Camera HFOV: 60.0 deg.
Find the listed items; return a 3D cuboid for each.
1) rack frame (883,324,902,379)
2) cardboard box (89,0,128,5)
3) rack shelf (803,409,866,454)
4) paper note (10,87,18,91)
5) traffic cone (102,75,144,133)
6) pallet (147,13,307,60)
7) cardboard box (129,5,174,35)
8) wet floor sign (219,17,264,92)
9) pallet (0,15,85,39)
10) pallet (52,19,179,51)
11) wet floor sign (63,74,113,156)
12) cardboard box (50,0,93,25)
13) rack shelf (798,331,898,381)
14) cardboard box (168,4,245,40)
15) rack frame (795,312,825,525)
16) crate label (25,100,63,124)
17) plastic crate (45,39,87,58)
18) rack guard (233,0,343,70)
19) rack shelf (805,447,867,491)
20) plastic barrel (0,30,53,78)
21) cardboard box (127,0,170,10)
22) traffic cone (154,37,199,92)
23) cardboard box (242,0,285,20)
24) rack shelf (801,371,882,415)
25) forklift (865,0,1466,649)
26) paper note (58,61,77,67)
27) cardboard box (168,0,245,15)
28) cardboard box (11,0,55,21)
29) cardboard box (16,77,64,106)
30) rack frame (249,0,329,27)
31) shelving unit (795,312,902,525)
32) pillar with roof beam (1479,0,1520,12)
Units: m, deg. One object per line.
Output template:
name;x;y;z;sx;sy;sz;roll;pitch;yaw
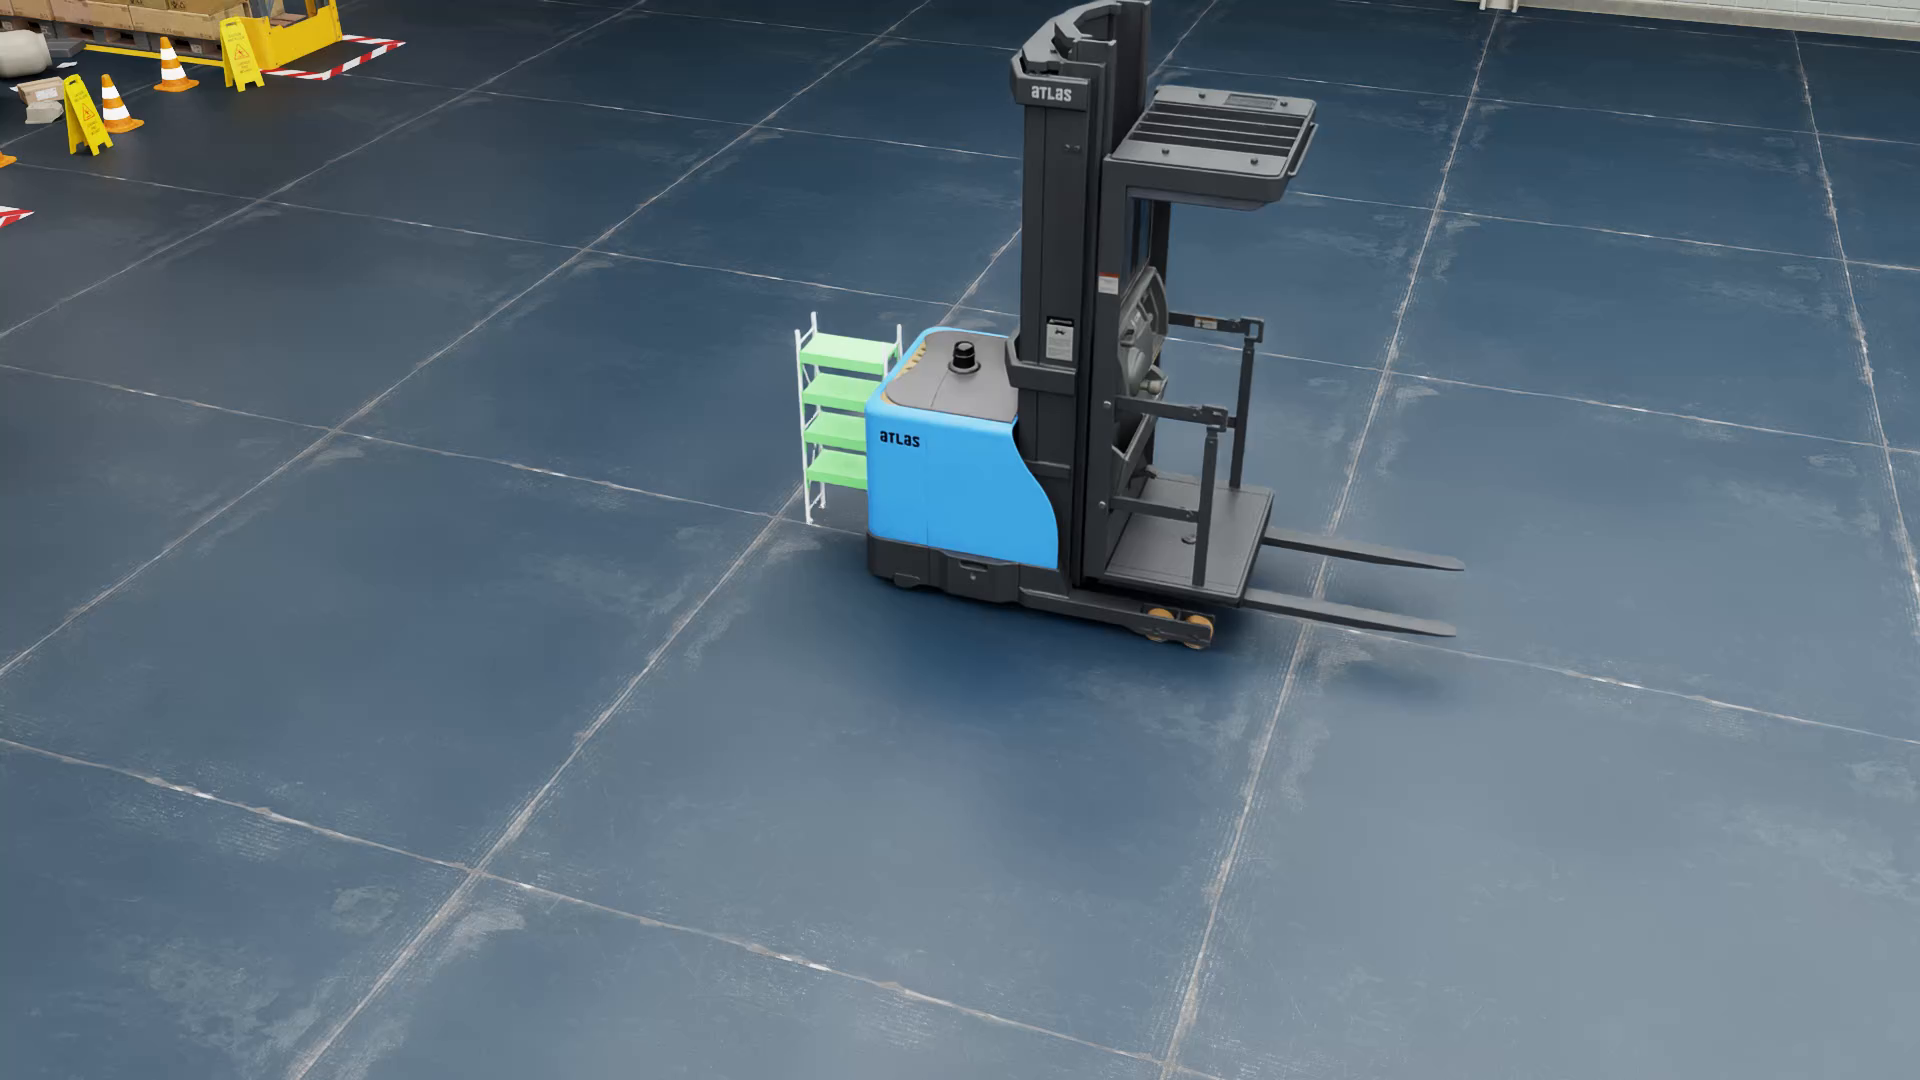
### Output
rack frame;-0.354;-0.570;8.995;0.015;1.200;0.240;10;34;15
cardboard box;-8.489;-5.739;16.799;0.500;0.500;0.500;10;34;15
rack shelf;-0.586;-0.558;9.094;0.480;0.148;0.258;10;34;15
paper note;-8.992;-4.336;15.917;0.142;0.019;0.148;24;40;32
traffic cone;-7.576;-3.925;14.871;0.334;0.463;0.336;11;34;16
pallet;-7.506;-5.209;17.092;1.213;0.211;1.003;11;34;16
cardboard box;-8.019;-5.331;16.857;0.500;0.250;0.500;11;34;17
wet floor sign;-6.864;-4.630;15.794;0.232;0.644;0.267;24;40;32
pallet;-9.803;-5.656;17.783;1.213;0.211;1.003;11;34;16
pallet;-8.651;-5.433;17.439;1.213;0.211;1.003;11;34;16
wet floor sign;-7.562;-3.671;14.308;0.232;0.644;0.267;5;33;8
cardboard box;-8.976;-5.520;17.150;0.500;0.250;0.500;11;34;16
rack shelf;-0.586;-0.962;8.834;0.480;0.148;0.258;10;34;15
cardboard box;-7.556;-5.236;16.710;0.500;0.250;0.500;11;34;16
rack frame;-0.818;-0.653;9.124;0.015;1.200;0.240;10;34;15
crate label;-8.337;-3.901;15.133;0.298;0.136;0.250;-6;33;-9
plastic crate;-9.246;-4.999;16.888;0.583;0.080;0.402;0;33;0
rack guard;-6.754;-5.164;16.755;0.348;0.500;1.175;11;34;16
rack shelf;-0.586;-0.357;9.224;0.480;0.148;0.258;10;34;15
plastic barrel;-9.137;-4.723;16.142;0.512;0.421;0.421;-18;37;-25
cardboard box;-8.017;-5.644;16.650;0.500;0.500;0.500;12;35;18
traffic cone;-7.522;-4.554;15.845;0.334;0.463;0.336;11;34;16
cardboard box;-7.348;-5.510;17.135;0.500;0.250;0.500;11;34;16
rack shelf;-0.586;-0.760;8.964;0.480;0.148;0.258;10;34;15
forklift;1.081;-1.008;8.077;3.031;2.935;1.130;10;34;15
paper note;-8.863;-4.723;16.505;0.148;0.019;0.142;0;33;0
cardboard box;-7.524;-5.550;16.505;0.500;0.500;0.500;11;35;17
cardboard box;-9.477;-5.616;17.298;0.500;0.250;0.500;13;35;19
cardboard box;-8.597;-4.211;15.602;0.380;0.149;0.250;-25;40;-33
rack frame;-6.682;-6.200;16.055;0.127;3.000;1.000;11;34;16
shelving unit;-0.586;-0.612;9.060;0.503;1.200;0.258;10;34;15
pillar with roof beam;4.482;-7.449;12.459;0.400;9.000;9.100;11;34;16
